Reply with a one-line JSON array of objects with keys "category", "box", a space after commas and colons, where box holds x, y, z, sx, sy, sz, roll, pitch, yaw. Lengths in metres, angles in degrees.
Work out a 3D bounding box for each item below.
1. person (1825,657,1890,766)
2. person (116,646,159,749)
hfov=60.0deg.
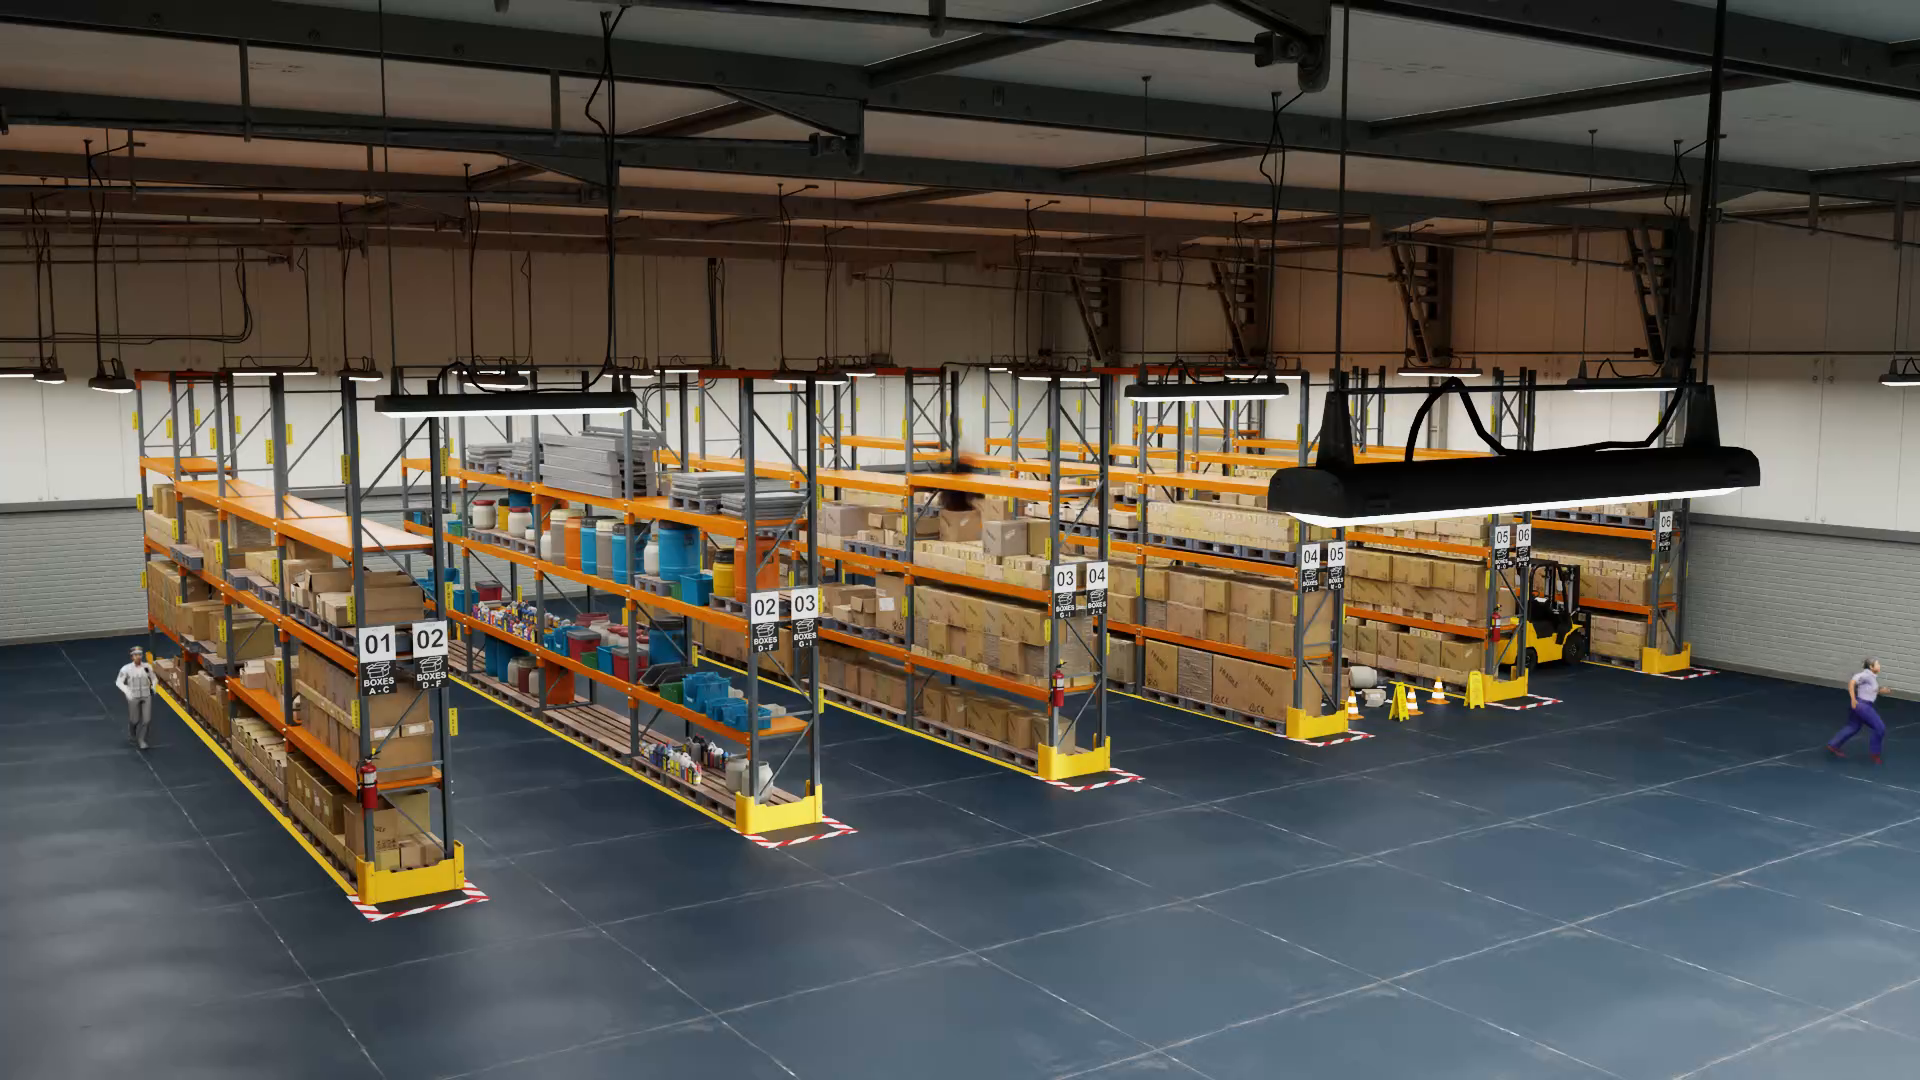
[{"category": "person", "box": [13.874, 2.643, 25.683, 0.837, 1.681, 0.626, 3, 7, 25]}, {"category": "person", "box": [-13.137, 2.510, 26.625, 0.614, 1.648, 0.571, -5, 8, -38]}]
